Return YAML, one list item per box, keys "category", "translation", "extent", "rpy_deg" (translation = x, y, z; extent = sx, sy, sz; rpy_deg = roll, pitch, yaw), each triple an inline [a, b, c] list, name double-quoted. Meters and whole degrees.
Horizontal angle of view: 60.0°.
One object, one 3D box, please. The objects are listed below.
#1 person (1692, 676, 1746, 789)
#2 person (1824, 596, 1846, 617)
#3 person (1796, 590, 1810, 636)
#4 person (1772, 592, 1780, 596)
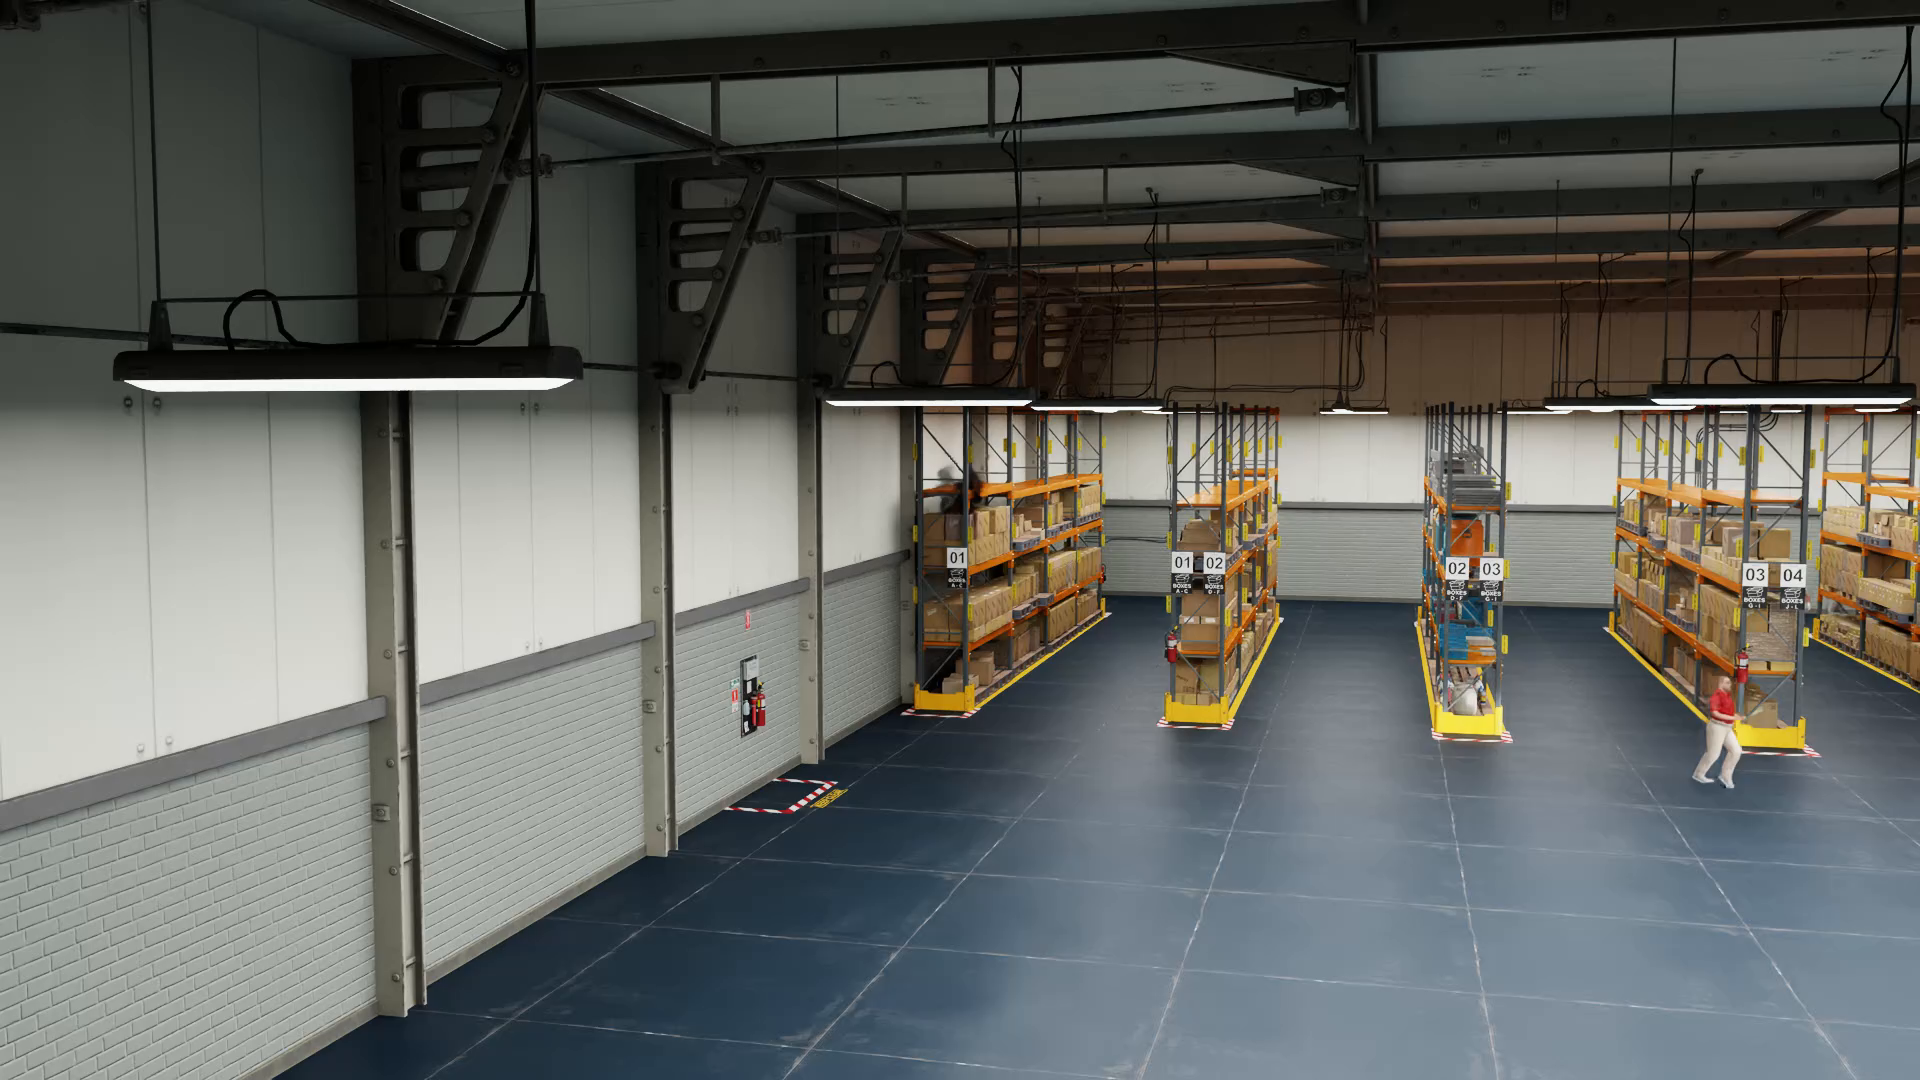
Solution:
- category: "person"
  translation: [11.759, 2.994, 25.684]
  extent: [0.685, 1.813, 0.765]
  rpy_deg: [-4, 6, -43]
- category: "person"
  translation: [23.378, 1.600, 44.275]
  extent: [0.640, 1.723, 0.733]
  rpy_deg: [1, 4, 19]
- category: "person"
  translation: [20.509, 1.816, 40.822]
  extent: [0.675, 1.828, 0.922]
  rpy_deg: [1, 4, 17]
- category: "person"
  translation: [20.984, 1.673, 43.271]
  extent: [0.653, 1.703, 0.847]
  rpy_deg: [4, 6, 41]
